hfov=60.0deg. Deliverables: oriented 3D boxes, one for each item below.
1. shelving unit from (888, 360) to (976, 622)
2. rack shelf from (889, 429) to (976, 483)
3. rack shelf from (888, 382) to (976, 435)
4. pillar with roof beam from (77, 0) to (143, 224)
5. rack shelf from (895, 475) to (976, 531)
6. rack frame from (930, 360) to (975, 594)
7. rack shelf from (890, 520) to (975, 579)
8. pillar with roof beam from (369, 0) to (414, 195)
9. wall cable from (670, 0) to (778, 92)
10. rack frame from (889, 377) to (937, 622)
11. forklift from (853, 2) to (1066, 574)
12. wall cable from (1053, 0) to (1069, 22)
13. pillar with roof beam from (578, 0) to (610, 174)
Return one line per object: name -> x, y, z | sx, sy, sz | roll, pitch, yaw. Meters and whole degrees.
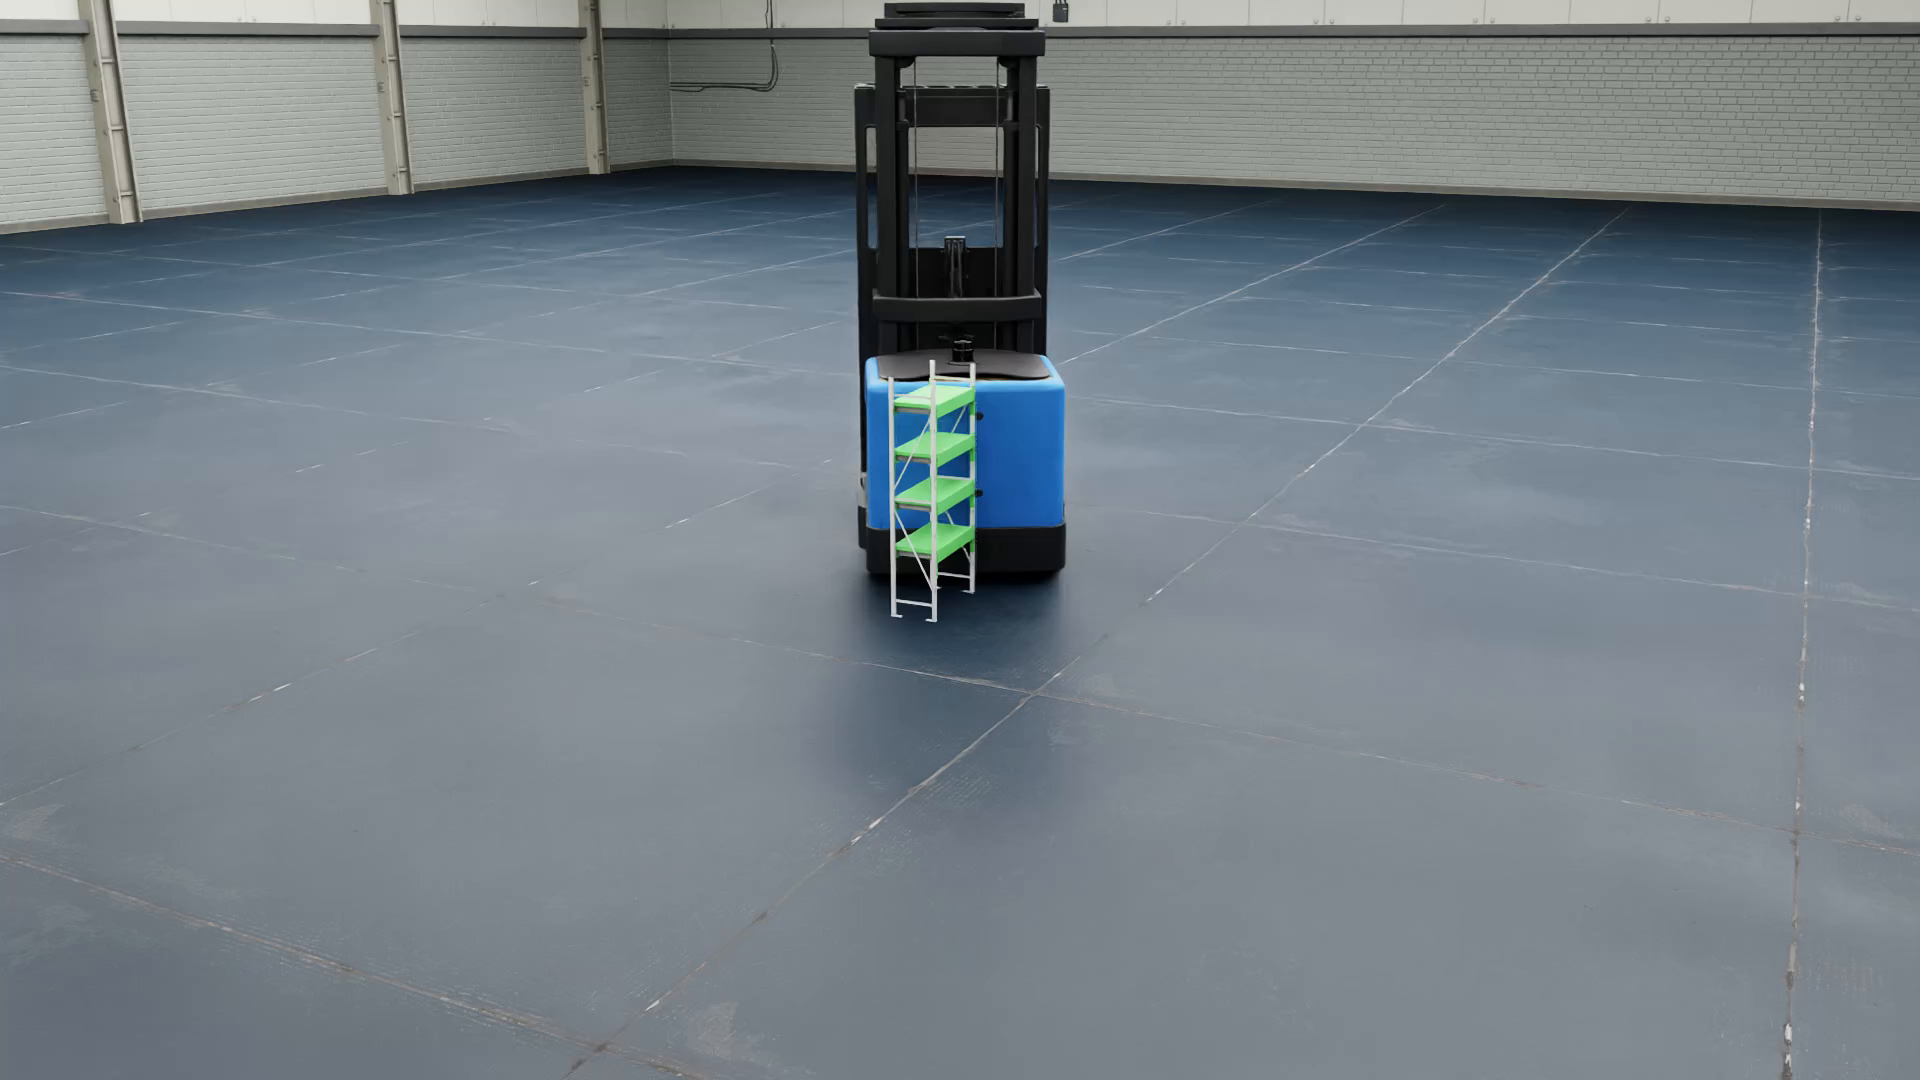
shelving unit -> -0.132, -0.249, 8.257 | 0.258, 1.200, 0.503 | 7, 18, 22
rack shelf -> -0.132, -0.418, 8.207 | 0.258, 0.148, 0.480 | 7, 18, 22
rack shelf -> -0.132, -0.648, 8.138 | 0.258, 0.148, 0.480 | 7, 18, 22
pillar with roof beam -> -9.531, -8.863, 23.559 | 9.100, 9.000, 0.400 | 8, 18, 25
rack shelf -> -0.132, -0.188, 8.275 | 0.258, 0.148, 0.480 | 7, 18, 22
rack frame -> -0.037, -0.313, 8.472 | 0.240, 1.200, 0.015 | 7, 18, 22
rack shelf -> -0.132, 0.042, 8.343 | 0.258, 0.148, 0.480 | 7, 18, 22
pillar with roof beam -> -6.850, -10.391, 28.704 | 9.100, 9.000, 0.400 | 8, 18, 25
wall cable -> -5.521, -11.561, 38.096 | 3.097, 2.526, 0.112 | 8, 18, 25
rack frame -> -0.226, -0.185, 8.041 | 0.240, 1.200, 0.015 | 7, 18, 22
forklift -> -0.062, -1.596, 9.749 | 1.130, 2.935, 3.031 | -1, 17, -4
wall cable -> 2.965, -13.468, 33.089 | 2.305, 6.003, 0.169 | 8, 18, 25
pillar with roof beam -> -4.169, -11.919, 33.850 | 9.100, 9.000, 0.400 | 8, 18, 25
